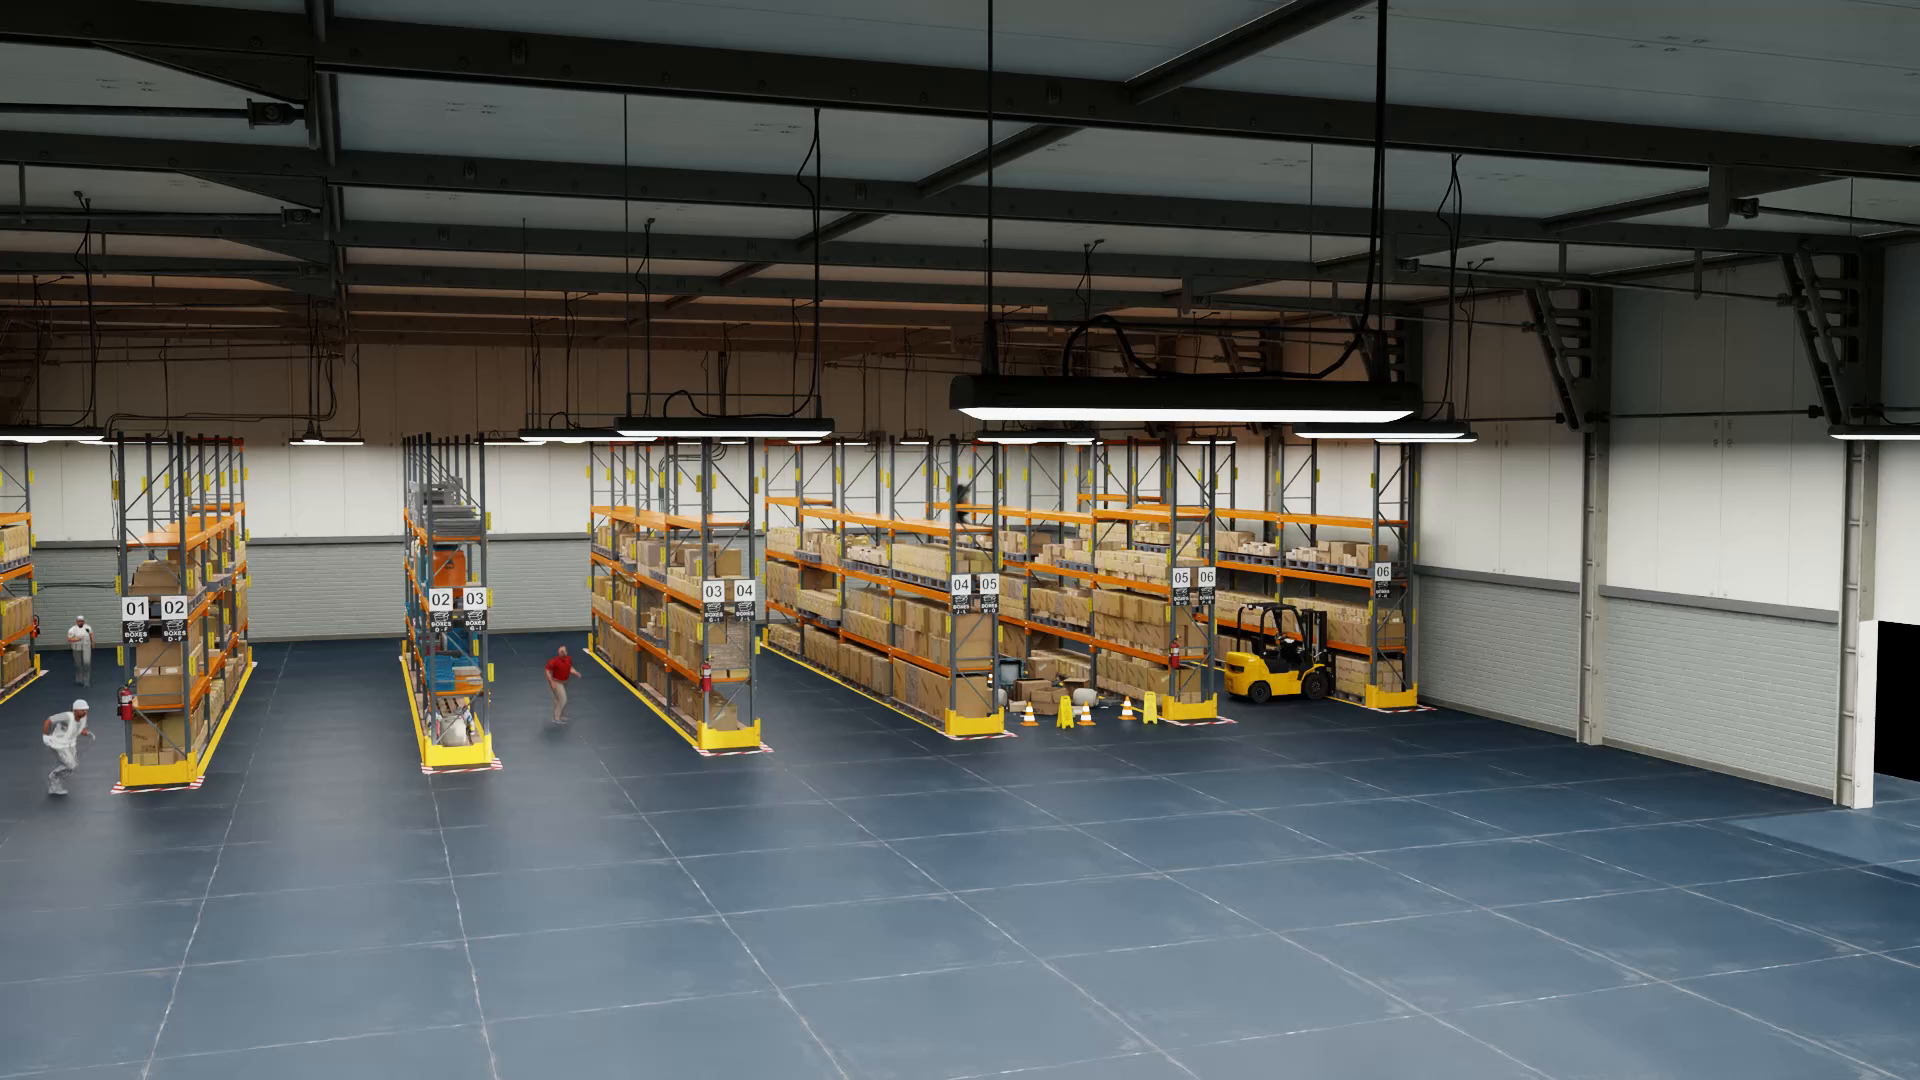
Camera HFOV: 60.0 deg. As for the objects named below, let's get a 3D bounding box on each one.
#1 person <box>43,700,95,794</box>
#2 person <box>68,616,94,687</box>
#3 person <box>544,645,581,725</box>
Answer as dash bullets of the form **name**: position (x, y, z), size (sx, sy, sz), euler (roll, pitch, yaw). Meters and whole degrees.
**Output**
- **person**: position (-14.657, 3.409, 27.288), size (0.850, 1.592, 0.723), euler (1, 3, 16)
- **person**: position (-21.165, 2.673, 40.040), size (0.550, 1.724, 0.842), euler (-2, 4, -28)
- **person**: position (-8.259, 3.003, 34.567), size (0.810, 1.669, 0.703), euler (1, 3, 18)
